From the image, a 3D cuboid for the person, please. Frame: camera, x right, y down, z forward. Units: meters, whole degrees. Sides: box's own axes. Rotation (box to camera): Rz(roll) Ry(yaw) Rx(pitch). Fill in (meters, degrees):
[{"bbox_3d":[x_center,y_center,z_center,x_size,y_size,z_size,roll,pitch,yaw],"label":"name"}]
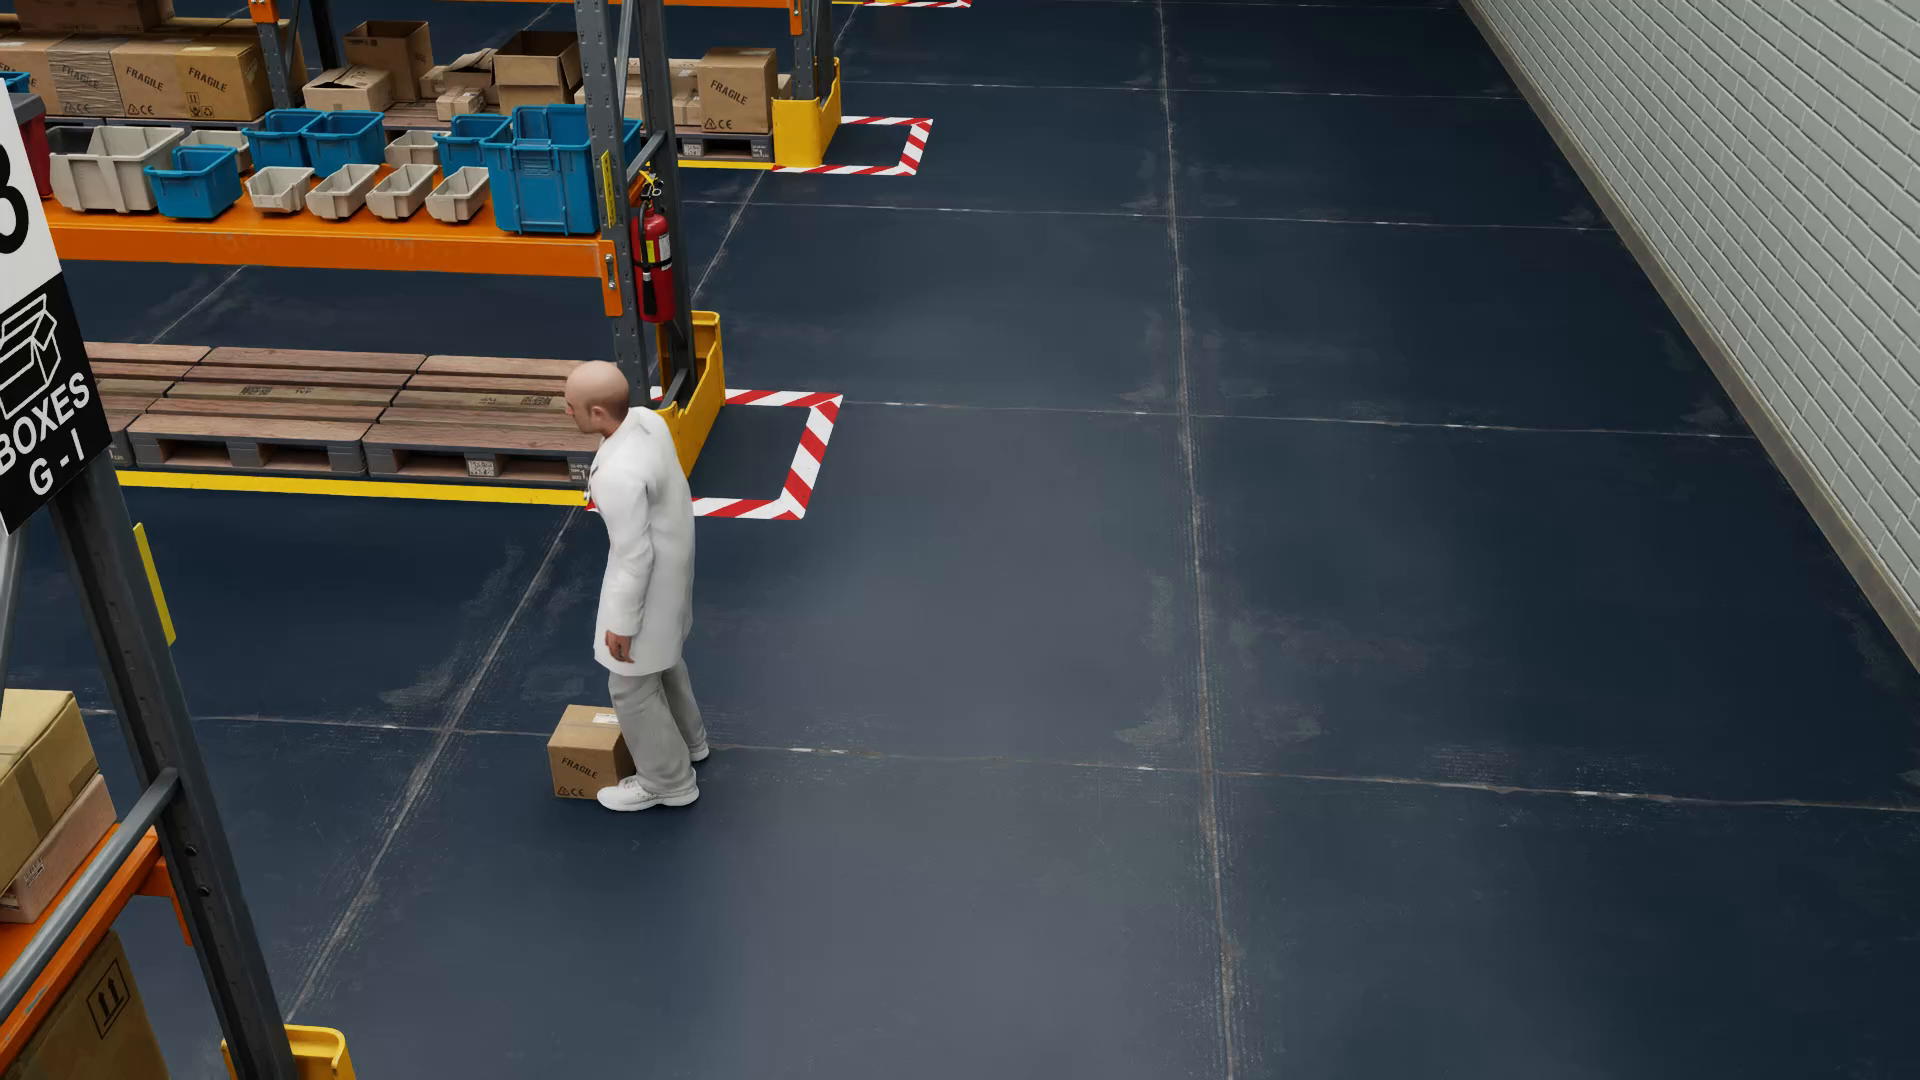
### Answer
[{"bbox_3d":[-1.137,0.168,5.877,0.429,1.772,0.646,1,32,1],"label":"person"}]
